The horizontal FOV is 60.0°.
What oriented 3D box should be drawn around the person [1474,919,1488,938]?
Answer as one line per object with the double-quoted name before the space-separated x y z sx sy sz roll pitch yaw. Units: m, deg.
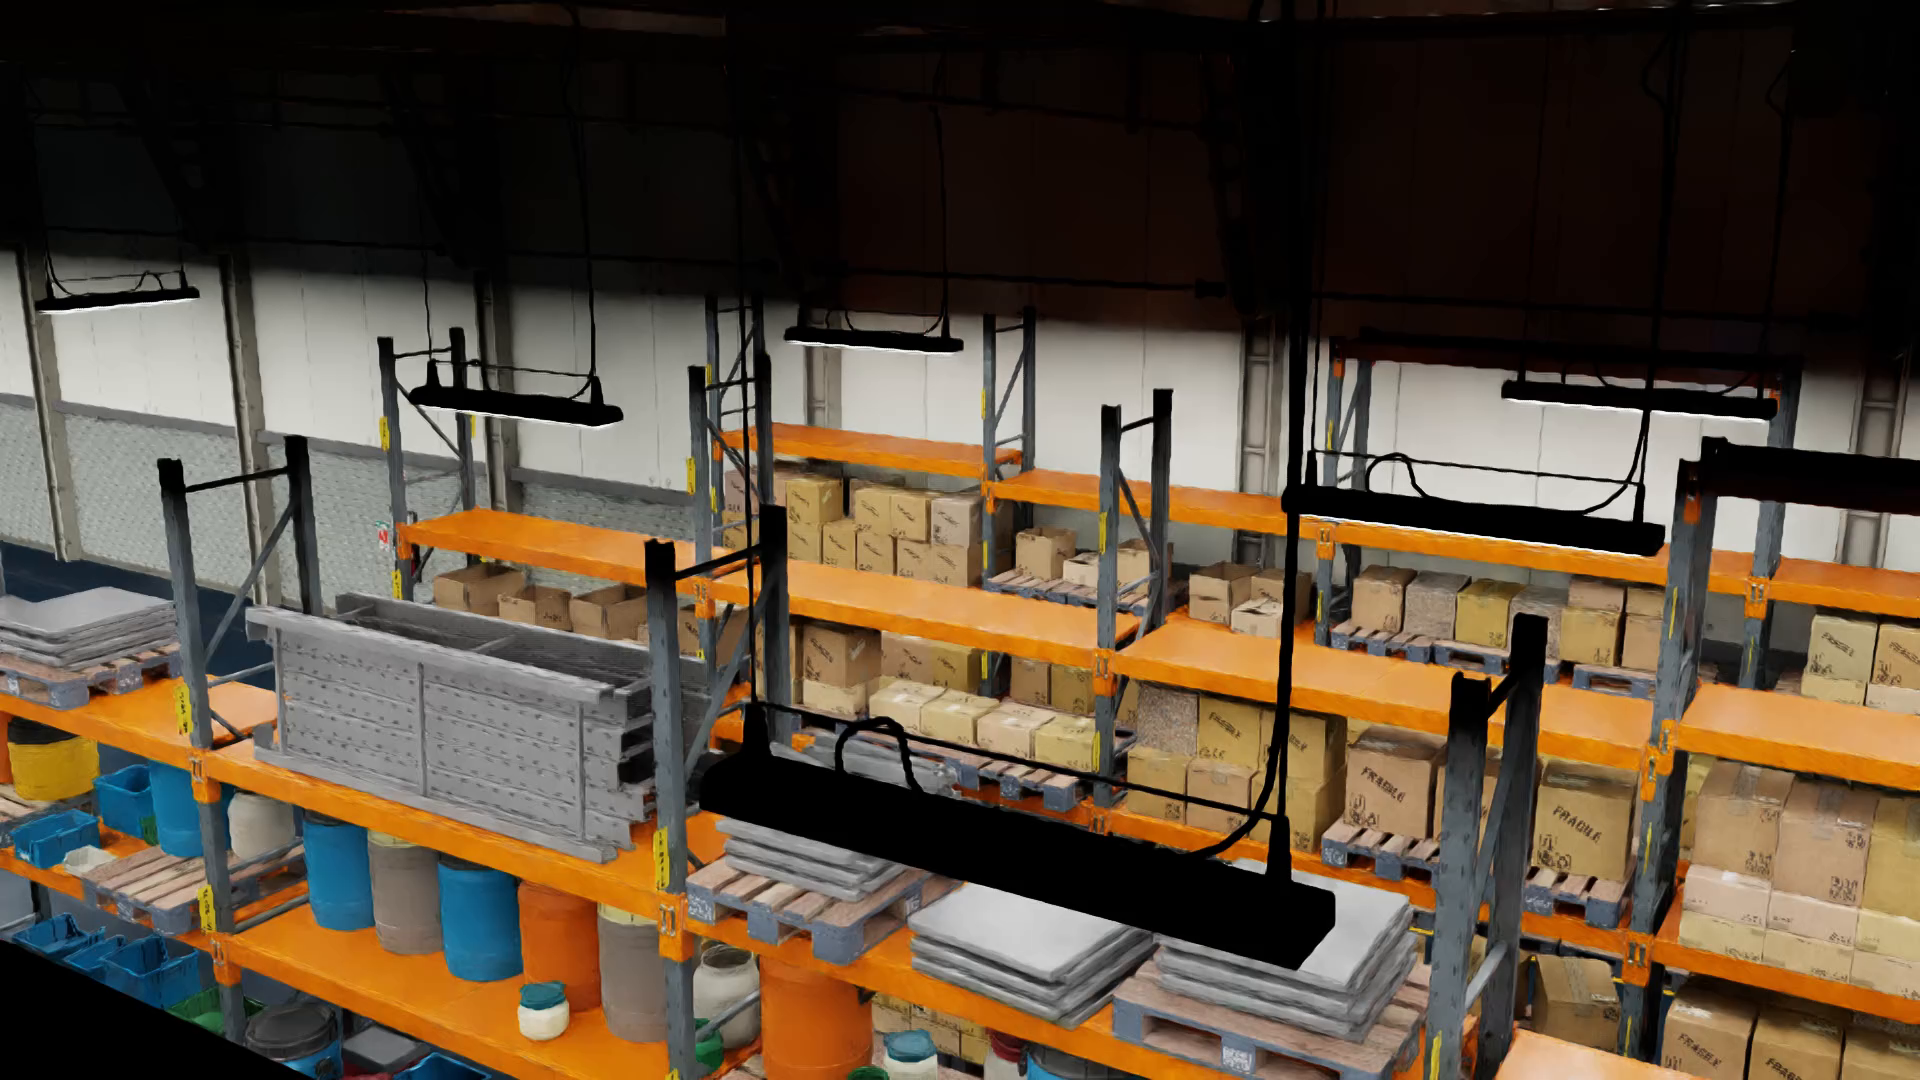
"person" 4.801 3.534 15.445 0.572 1.663 0.460 3 14 10
